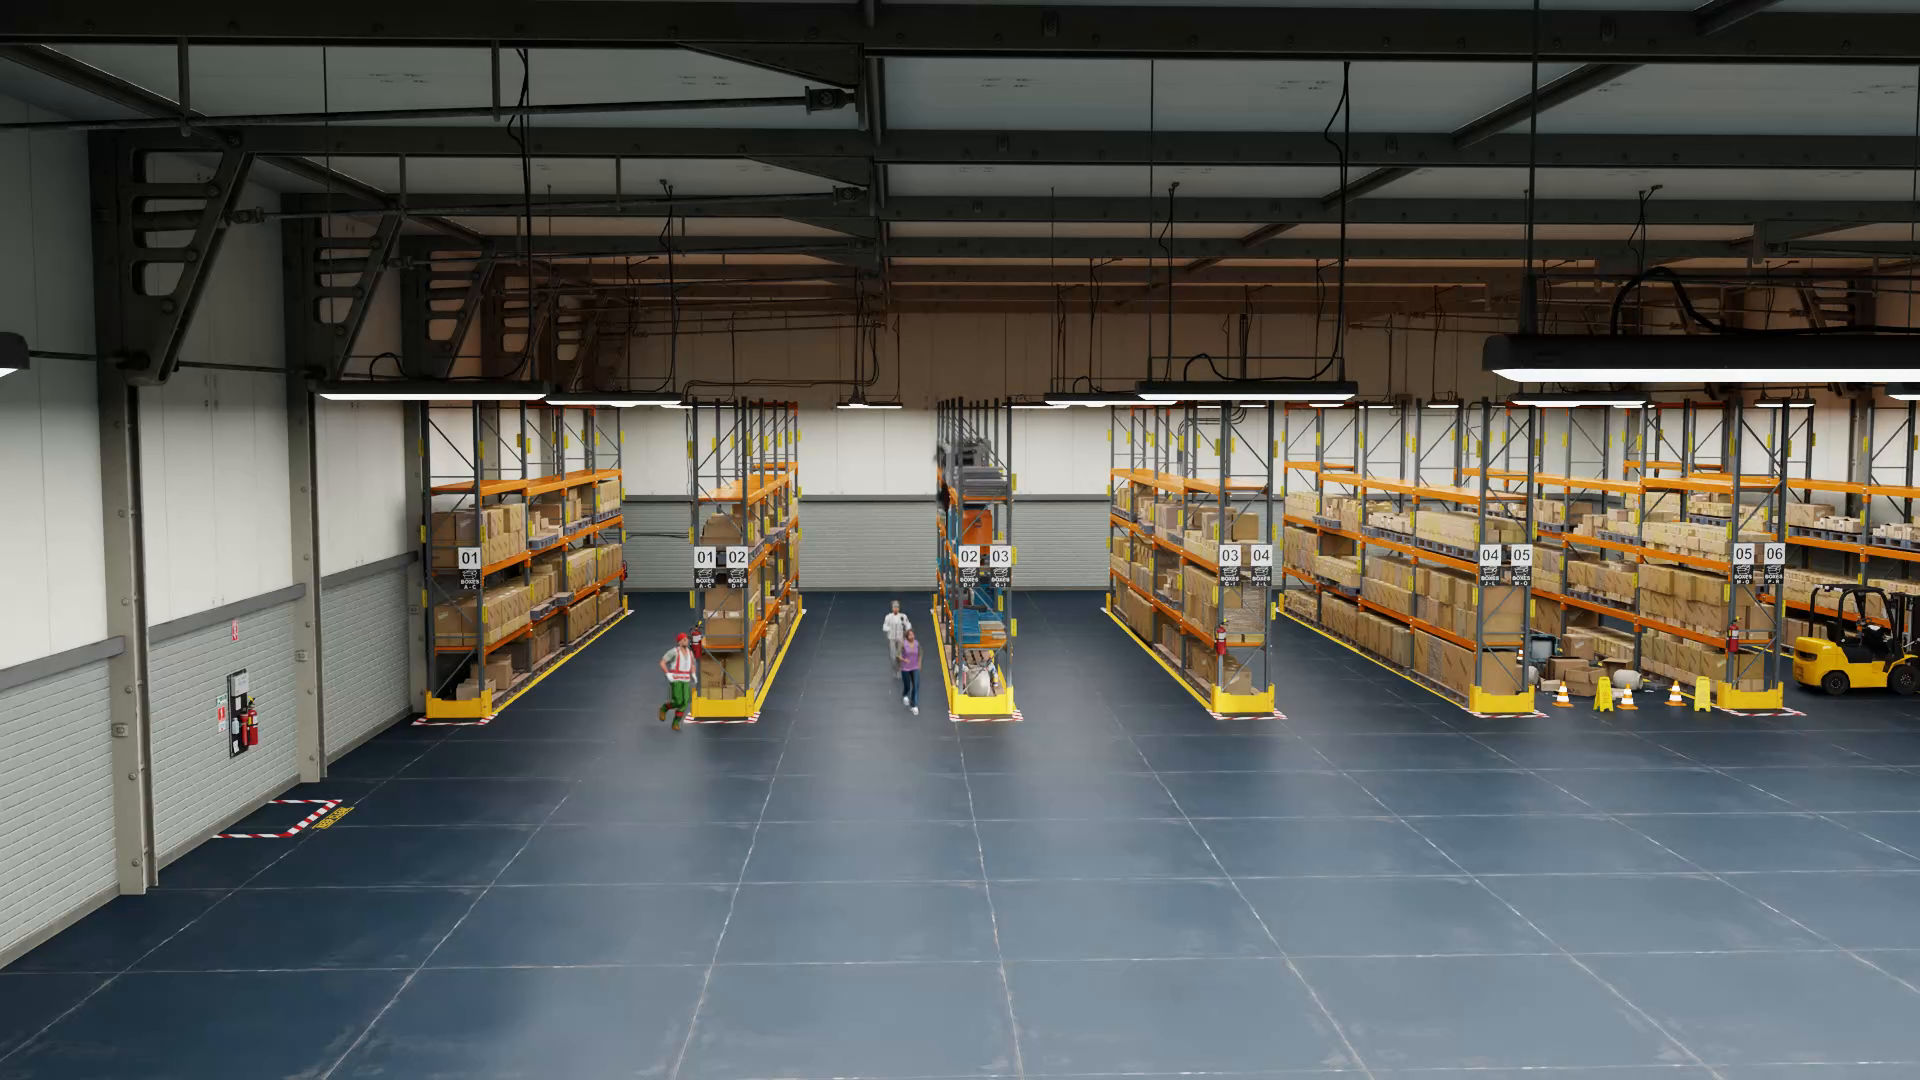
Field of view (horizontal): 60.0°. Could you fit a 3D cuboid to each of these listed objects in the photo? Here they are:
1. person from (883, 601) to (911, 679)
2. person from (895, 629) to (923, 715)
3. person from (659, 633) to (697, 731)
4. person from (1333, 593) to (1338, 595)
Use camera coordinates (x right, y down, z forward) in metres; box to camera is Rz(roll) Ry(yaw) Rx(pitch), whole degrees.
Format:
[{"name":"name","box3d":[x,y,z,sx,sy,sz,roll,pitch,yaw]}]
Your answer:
[{"name":"person","box3d":[-1.349,2.140,35.539,0.595,1.695,0.619,0,4,-2]},{"name":"person","box3d":[-0.963,2.534,31.752,0.573,1.504,0.817,-1,5,-15]},{"name":"person","box3d":[-5.064,2.536,30.112,0.619,1.705,0.714,4,6,44]},{"name":"person","box3d":[11.255,1.114,49.457,0.600,1.621,0.602,-1,5,-14]}]
